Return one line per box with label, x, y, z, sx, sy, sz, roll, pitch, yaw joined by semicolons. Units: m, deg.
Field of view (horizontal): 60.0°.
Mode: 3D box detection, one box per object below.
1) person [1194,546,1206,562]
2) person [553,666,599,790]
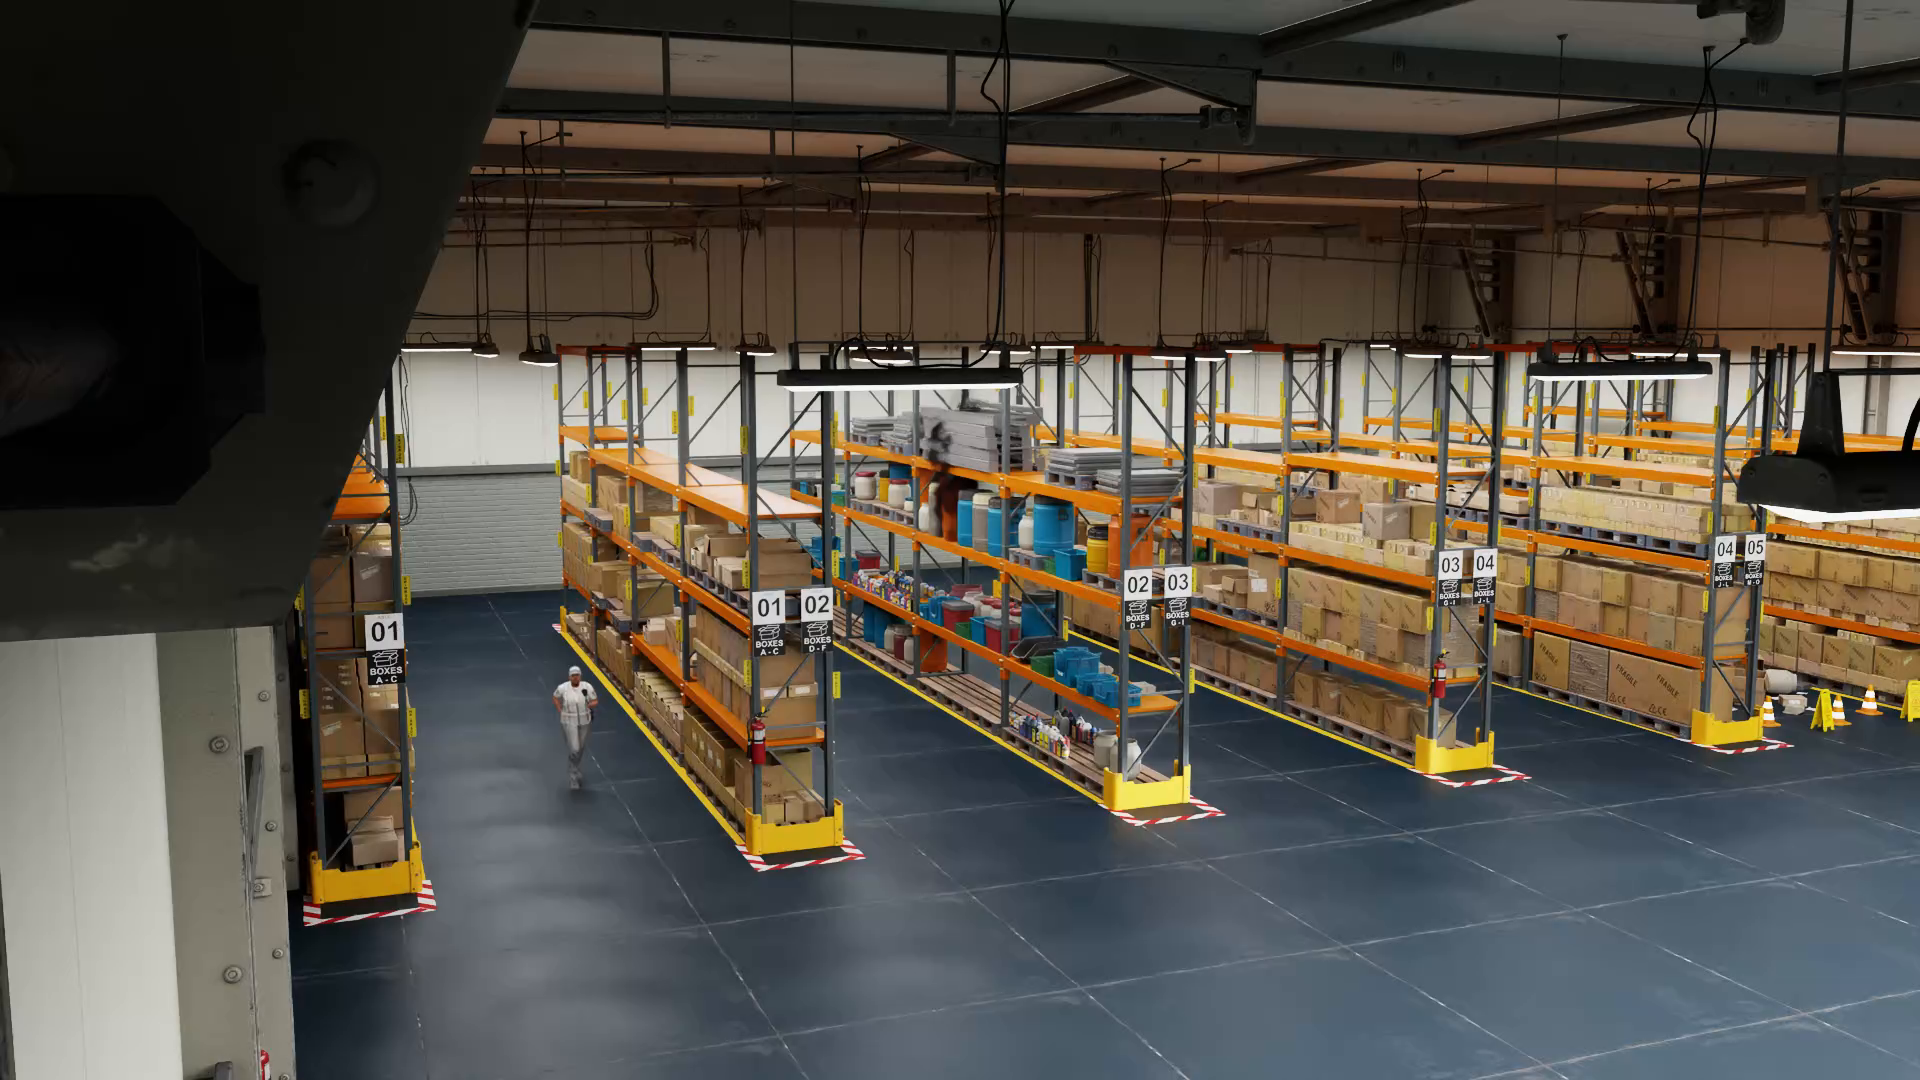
person;6.059;0.152;41.649;0.906;1.769;0.660;-5;9;-35
person;-5.320;2.596;23.148;0.574;1.737;0.728;-4;8;-28
